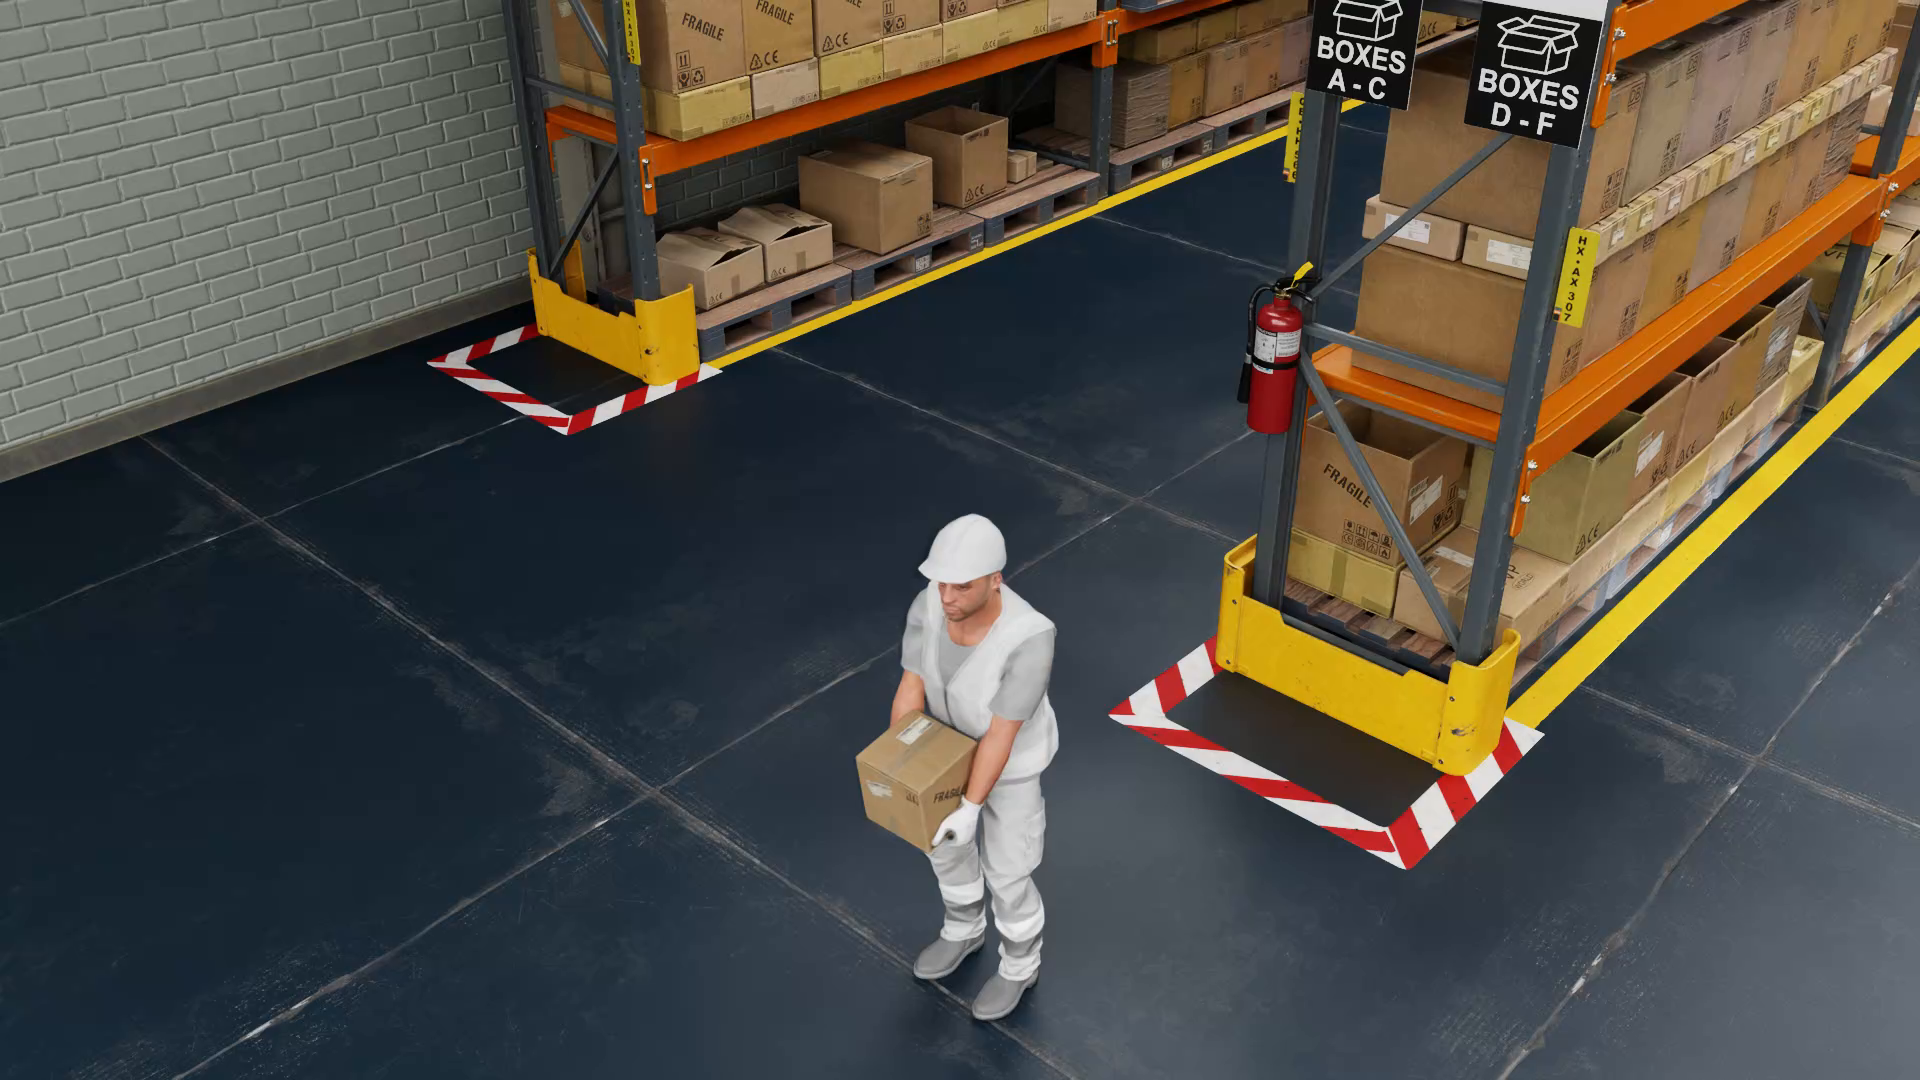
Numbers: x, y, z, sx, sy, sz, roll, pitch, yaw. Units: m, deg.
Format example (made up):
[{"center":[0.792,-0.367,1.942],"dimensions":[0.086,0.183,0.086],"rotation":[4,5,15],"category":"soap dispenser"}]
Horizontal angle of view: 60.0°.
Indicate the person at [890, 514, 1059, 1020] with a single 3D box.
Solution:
[{"center":[0.023,0.701,4.961],"dimensions":[0.493,1.770,0.573],"rotation":[24,39,34],"category":"person"}]
